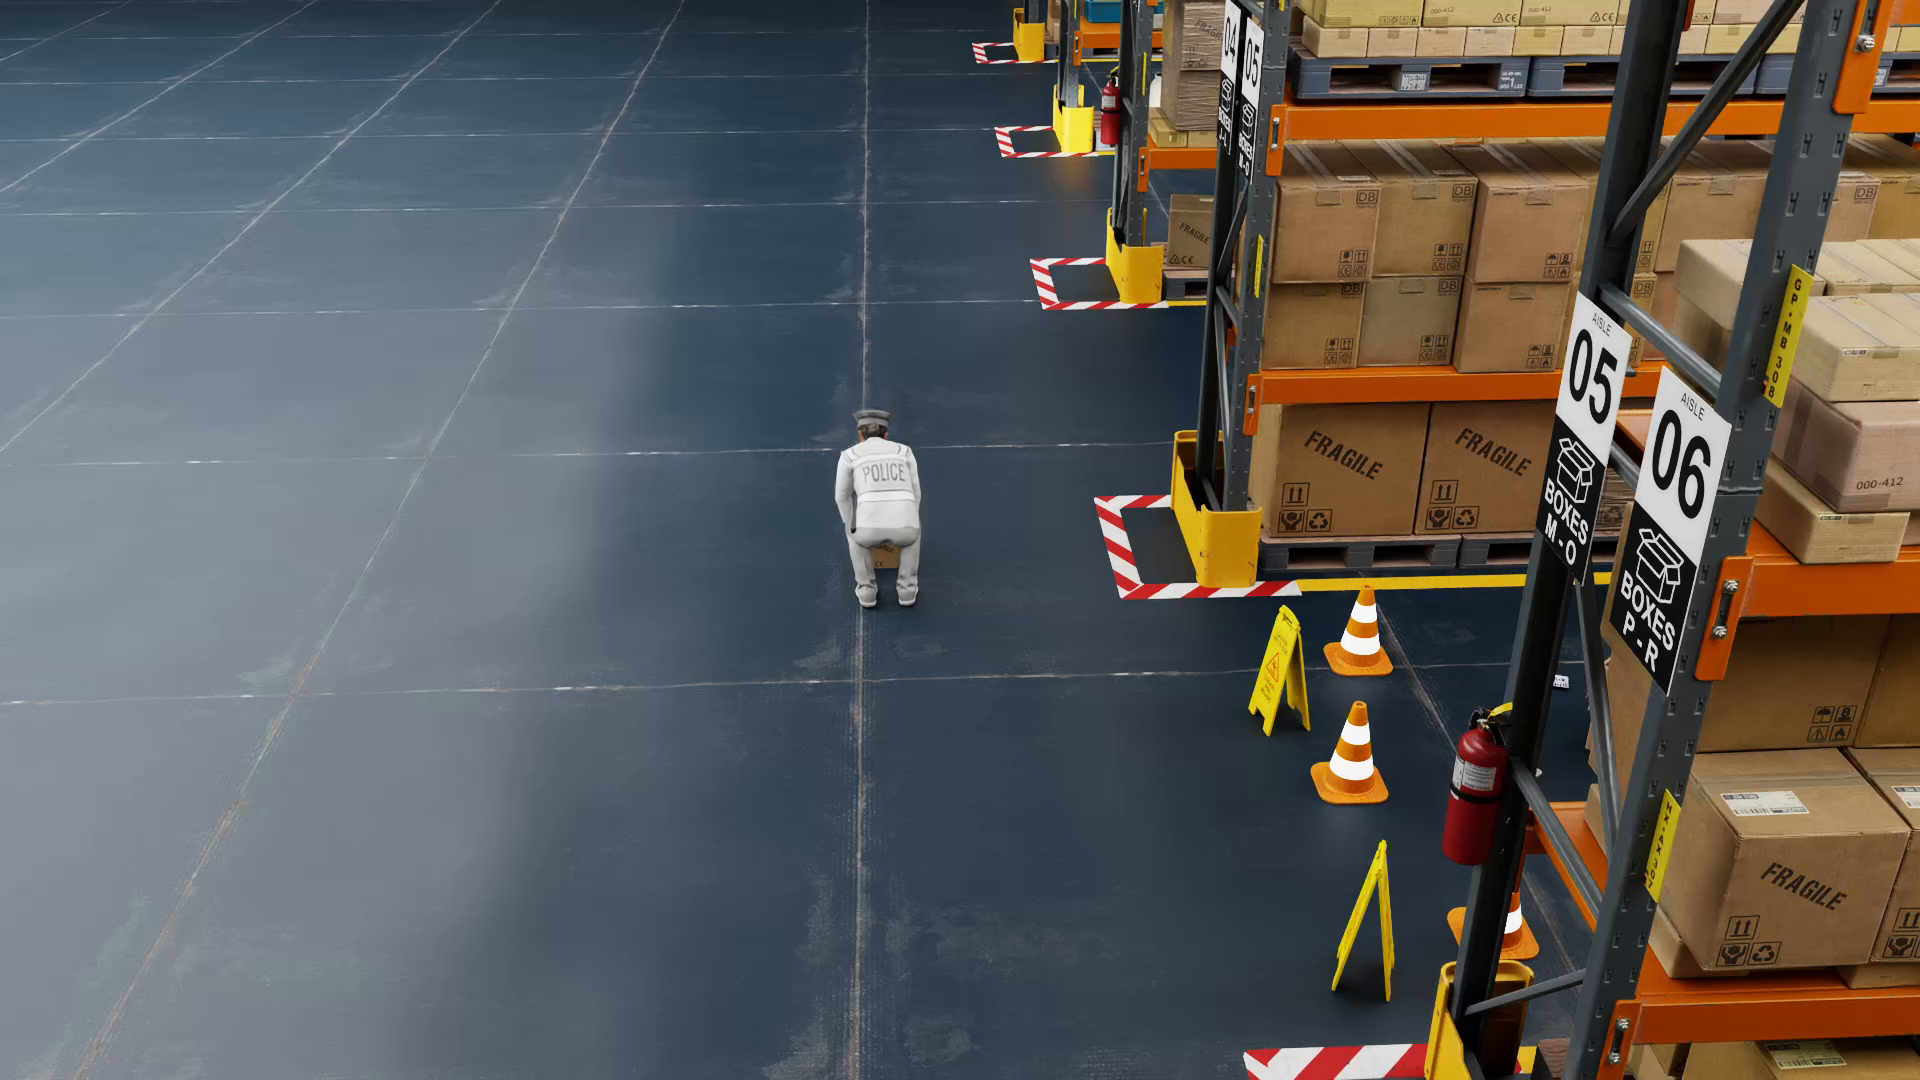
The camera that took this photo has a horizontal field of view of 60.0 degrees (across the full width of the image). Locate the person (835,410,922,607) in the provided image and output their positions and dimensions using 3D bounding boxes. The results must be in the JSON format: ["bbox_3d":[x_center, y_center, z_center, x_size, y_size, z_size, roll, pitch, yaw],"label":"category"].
[{"bbox_3d":[-0.472,-0.180,9.627,0.502,1.051,0.827,-1,28,-3],"label":"person"}]
